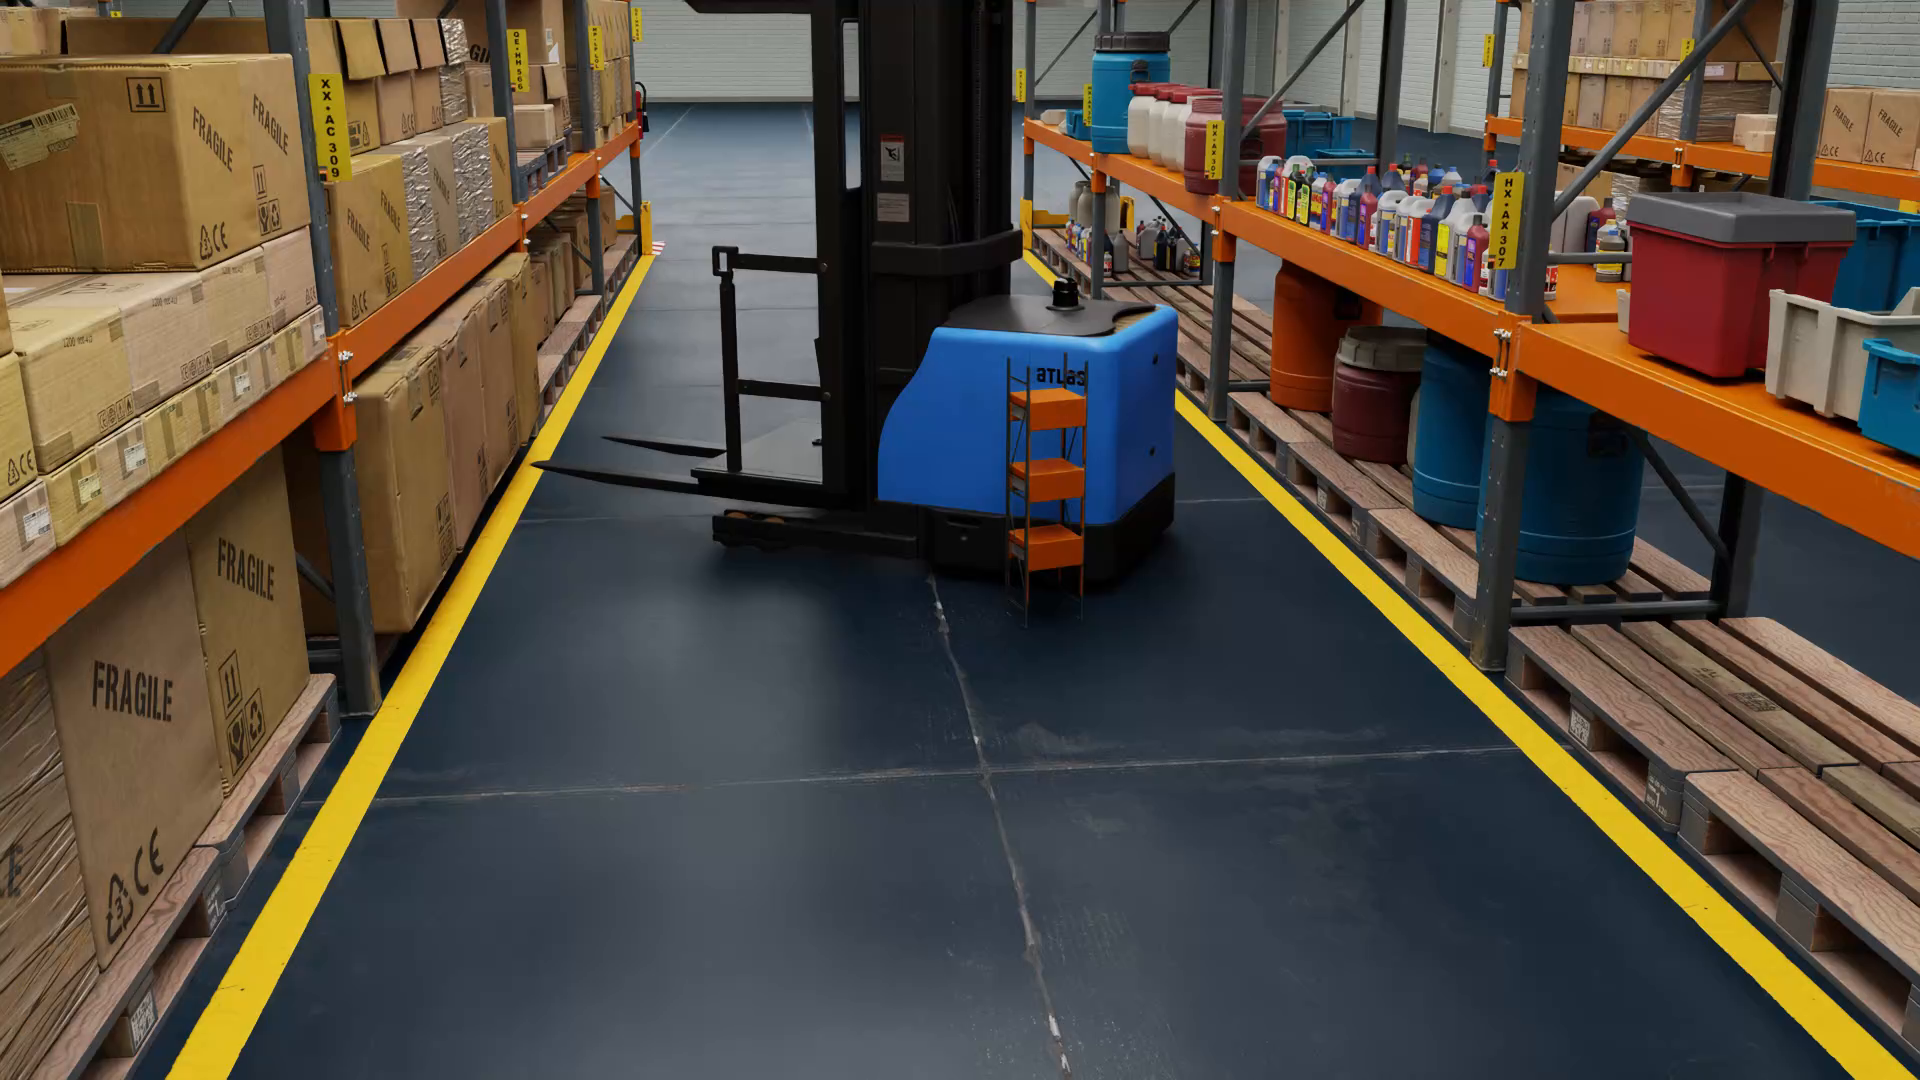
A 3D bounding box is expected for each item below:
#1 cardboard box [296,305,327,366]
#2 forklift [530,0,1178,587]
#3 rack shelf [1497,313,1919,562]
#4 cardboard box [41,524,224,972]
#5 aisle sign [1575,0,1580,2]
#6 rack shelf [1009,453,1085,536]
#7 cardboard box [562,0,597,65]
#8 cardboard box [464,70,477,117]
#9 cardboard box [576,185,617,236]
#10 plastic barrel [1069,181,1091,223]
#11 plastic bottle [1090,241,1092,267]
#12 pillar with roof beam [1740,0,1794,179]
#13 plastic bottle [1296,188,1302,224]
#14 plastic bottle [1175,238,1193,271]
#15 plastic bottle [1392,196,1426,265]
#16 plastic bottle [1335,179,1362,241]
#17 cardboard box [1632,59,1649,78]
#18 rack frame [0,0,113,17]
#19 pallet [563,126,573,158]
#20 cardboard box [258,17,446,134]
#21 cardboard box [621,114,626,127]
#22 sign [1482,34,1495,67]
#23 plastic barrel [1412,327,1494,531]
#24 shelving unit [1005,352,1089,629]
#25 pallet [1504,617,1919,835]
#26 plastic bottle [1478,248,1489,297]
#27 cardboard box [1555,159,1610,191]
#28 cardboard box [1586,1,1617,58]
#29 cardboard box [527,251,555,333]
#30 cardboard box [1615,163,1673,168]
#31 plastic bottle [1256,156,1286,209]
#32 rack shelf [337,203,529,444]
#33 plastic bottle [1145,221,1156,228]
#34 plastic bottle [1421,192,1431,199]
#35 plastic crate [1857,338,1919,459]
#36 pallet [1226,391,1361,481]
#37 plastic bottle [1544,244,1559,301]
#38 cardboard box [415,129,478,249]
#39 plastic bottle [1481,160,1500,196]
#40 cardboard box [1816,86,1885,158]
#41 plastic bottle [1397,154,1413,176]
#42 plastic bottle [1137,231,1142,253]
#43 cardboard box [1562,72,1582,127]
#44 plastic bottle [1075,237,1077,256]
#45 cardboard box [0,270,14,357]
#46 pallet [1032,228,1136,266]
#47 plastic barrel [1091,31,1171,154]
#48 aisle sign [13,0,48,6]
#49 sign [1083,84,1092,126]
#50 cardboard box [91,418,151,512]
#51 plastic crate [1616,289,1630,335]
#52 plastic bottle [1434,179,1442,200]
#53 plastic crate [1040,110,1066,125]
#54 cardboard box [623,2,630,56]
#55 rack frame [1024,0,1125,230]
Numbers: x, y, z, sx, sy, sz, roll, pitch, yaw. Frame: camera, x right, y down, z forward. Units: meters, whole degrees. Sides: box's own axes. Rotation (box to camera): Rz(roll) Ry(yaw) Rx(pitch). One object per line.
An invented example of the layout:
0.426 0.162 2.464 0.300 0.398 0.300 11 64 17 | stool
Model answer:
-2.161 -0.619 5.060 0.380 0.149 0.250 -2 18 -5 | cardboard box
-0.575 -1.471 7.469 3.031 2.935 1.130 7 19 22 | forklift
2.615 -0.034 3.977 1.077 0.370 4.000 -2 18 -6 | rack shelf
-2.437 0.461 4.047 0.875 0.875 0.875 -2 18 -6 | cardboard box
6.384 -5.969 17.341 0.394 0.787 0.004 -2 18 -6 | aisle sign
0.336 -0.182 6.540 0.240 0.259 0.215 -7 19 -22 | rack shelf
-3.137 -4.012 13.115 0.500 0.500 0.500 -2 18 -6 | cardboard box
-3.026 -2.419 9.507 0.500 0.500 0.500 -4 18 -12 | cardboard box
-3.708 -3.216 16.385 0.500 0.500 0.500 1 17 5 | cardboard box
1.315 -3.368 16.848 0.421 0.512 0.421 0 17 0 | plastic barrel
1.211 -2.542 14.455 0.144 0.351 0.185 -3 18 -8 | plastic bottle
7.057 -9.189 21.923 9.100 9.000 0.400 -2 18 -6 | pillar with roof beam
1.765 -1.718 8.472 0.097 0.201 0.097 0 17 0 | plastic bottle
1.926 -2.470 14.351 0.152 0.276 0.135 -1 17 -4 | plastic bottle
1.943 -1.320 7.081 0.152 0.276 0.135 -2 18 -6 | plastic bottle
1.862 -1.553 7.823 0.152 0.276 0.135 -2 18 -6 | plastic bottle
6.189 -4.169 14.700 0.380 0.149 0.250 -2 18 -6 | cardboard box
-8.700 -4.272 16.276 1.000 3.000 0.127 -2 18 -6 | rack frame
-3.409 -2.879 12.161 1.003 0.211 1.213 -2 18 -6 | pallet
-2.807 -2.125 7.596 0.797 0.503 0.637 -1 17 -4 | cardboard box
-3.419 -4.049 15.986 0.380 0.149 0.250 -2 18 -6 | cardboard box
5.546 -5.135 17.449 0.100 0.325 0.005 -2 18 -6 | sign
2.296 -0.545 7.209 0.600 0.901 0.708 -2 18 -6 | plastic barrel
0.336 -0.192 6.537 0.252 1.050 0.215 -7 19 -22 | shelving unit
2.523 0.576 5.491 1.003 0.211 1.213 -2 18 -6 | pallet
2.007 -1.019 6.247 0.097 0.201 0.097 0 17 0 | plastic bottle
6.050 -3.482 16.397 0.500 0.500 0.500 -2 18 -6 | cardboard box
6.303 -4.755 15.483 0.700 0.500 0.500 -2 18 -6 | cardboard box
-3.213 -1.727 11.610 0.700 0.500 0.500 -3 18 -10 | cardboard box
6.618 -3.349 15.974 0.500 0.500 0.500 -2 18 -6 | cardboard box
1.719 -1.966 9.139 0.152 0.276 0.135 -2 18 -6 | plastic bottle
-2.724 -1.072 7.286 1.077 0.370 4.000 -2 18 -6 | rack shelf
1.795 -2.849 15.556 0.152 0.276 0.135 -2 18 -5 | plastic bottle
2.041 -1.396 7.332 0.097 0.271 0.097 0 17 0 | plastic bottle
2.354 -0.334 3.911 0.416 0.233 0.300 -2 18 -6 | plastic crate
2.119 -0.600 9.237 1.003 0.211 1.213 -2 18 -6 | pallet
2.169 -0.995 6.169 0.097 0.201 0.097 0 17 0 | plastic bottle
-2.531 -1.616 7.651 0.500 0.500 0.500 -2 18 -7 | cardboard box
2.555 -1.644 7.989 0.144 0.351 0.185 -2 18 -6 | plastic bottle
6.628 -3.169 12.598 0.500 0.500 0.500 -1 17 -2 | cardboard box
2.462 -2.001 9.239 0.061 0.283 0.133 -2 18 -6 | plastic bottle
1.687 -2.762 15.405 0.097 0.201 0.097 0 17 0 | plastic bottle
6.238 -4.304 16.210 0.700 0.500 0.500 -2 18 -5 | cardboard box
1.104 -2.711 15.243 0.097 0.201 0.097 0 17 0 | plastic bottle
-1.997 -0.510 2.797 0.500 0.500 0.500 -2 18 -7 | cardboard box
1.304 -2.954 16.734 1.003 0.211 1.213 -2 18 -6 | pallet
1.322 -3.471 12.888 0.600 0.901 0.708 -2 18 -6 | plastic barrel
-9.005 -5.524 15.924 0.394 0.787 0.004 -2 18 -6 | aisle sign
1.035 -3.474 13.274 0.100 0.325 0.005 -2 18 -6 | sign
-2.002 -0.160 3.599 0.380 0.149 0.250 -1 17 -5 | cardboard box
2.315 -0.732 5.342 0.396 0.136 0.243 -2 18 -6 | plastic crate
2.510 -1.772 8.644 0.097 0.201 0.097 0 17 0 | plastic bottle
0.943 -4.145 16.314 0.298 0.136 0.250 -2 18 -6 | plastic crate
-3.453 -4.905 15.961 0.500 0.500 0.500 -2 18 -6 | cardboard box
1.171 -4.548 17.155 1.000 3.000 0.127 -2 18 -6 | rack frame
